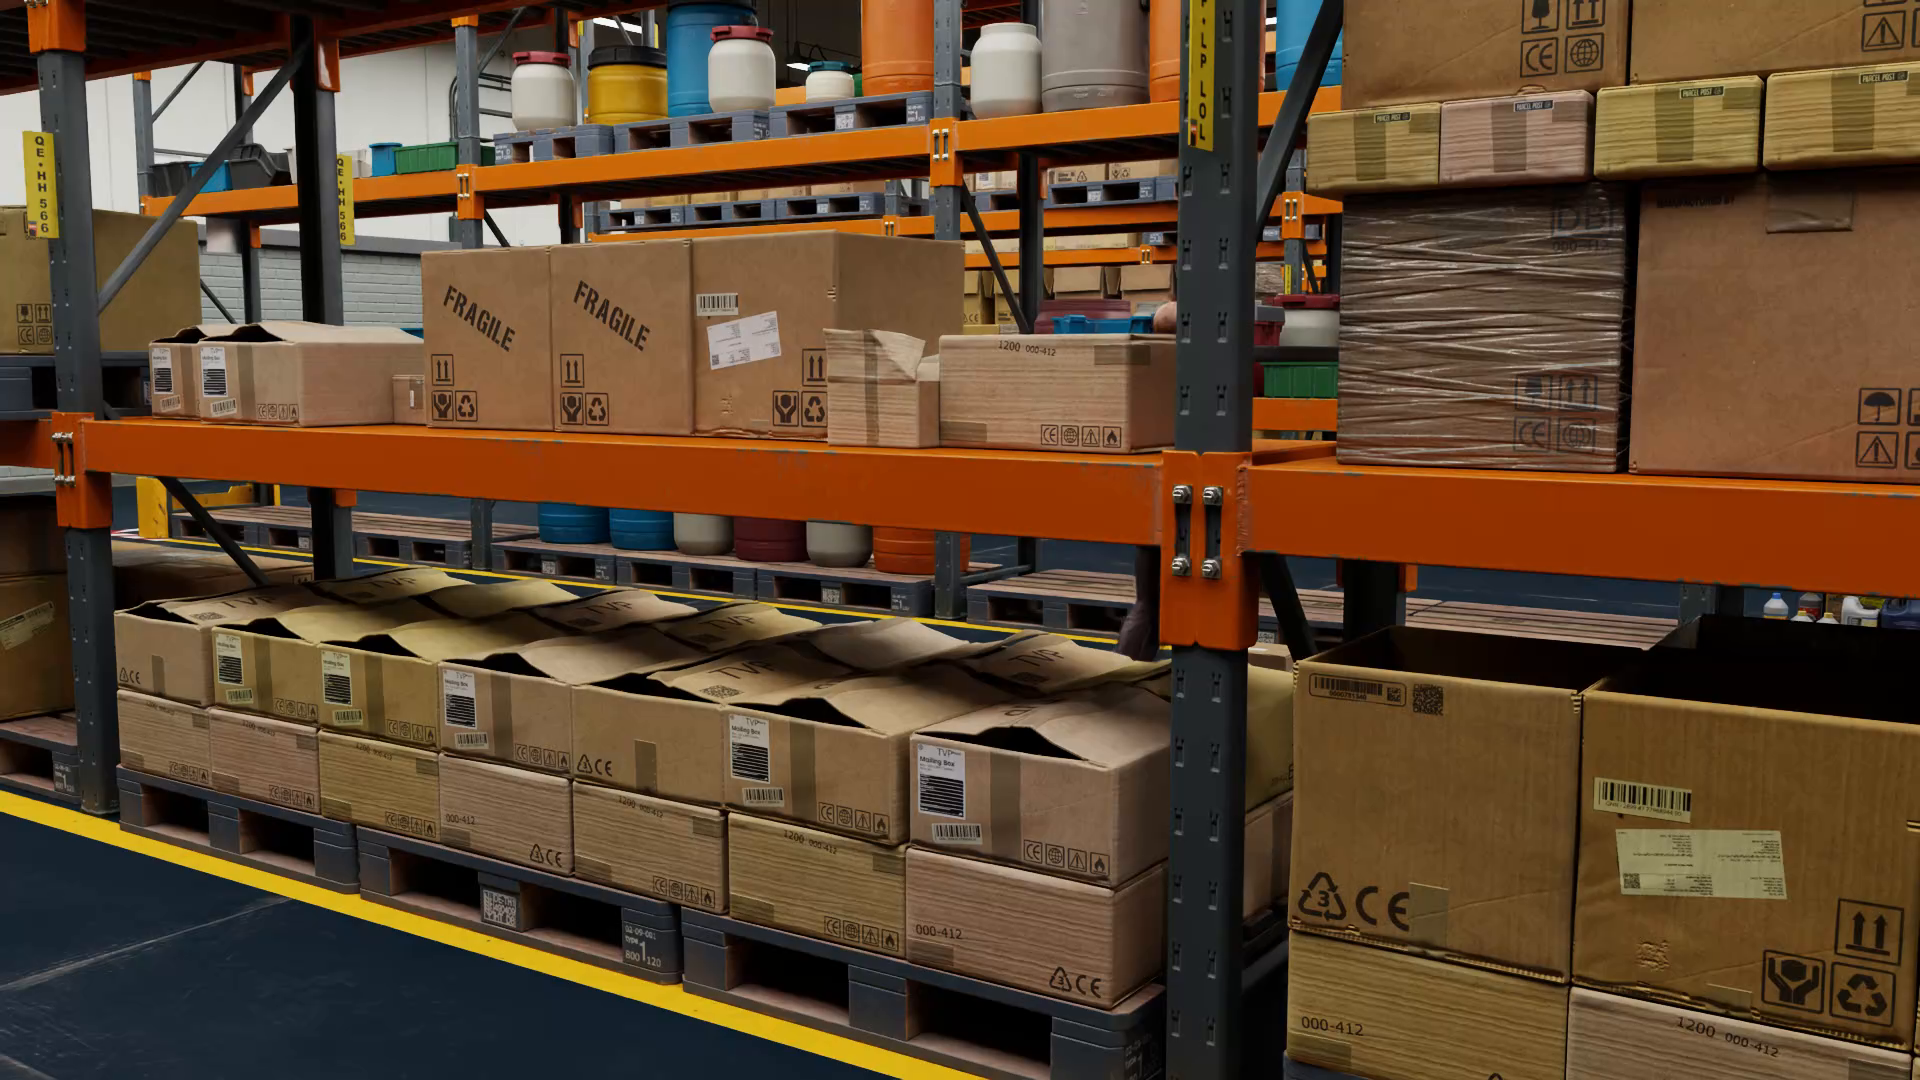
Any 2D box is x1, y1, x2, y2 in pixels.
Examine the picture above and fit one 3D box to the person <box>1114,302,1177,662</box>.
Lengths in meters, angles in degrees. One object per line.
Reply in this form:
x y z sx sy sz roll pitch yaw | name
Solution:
0.904 -0.083 6.655 0.672 1.726 0.546 -2 7 -18 | person
